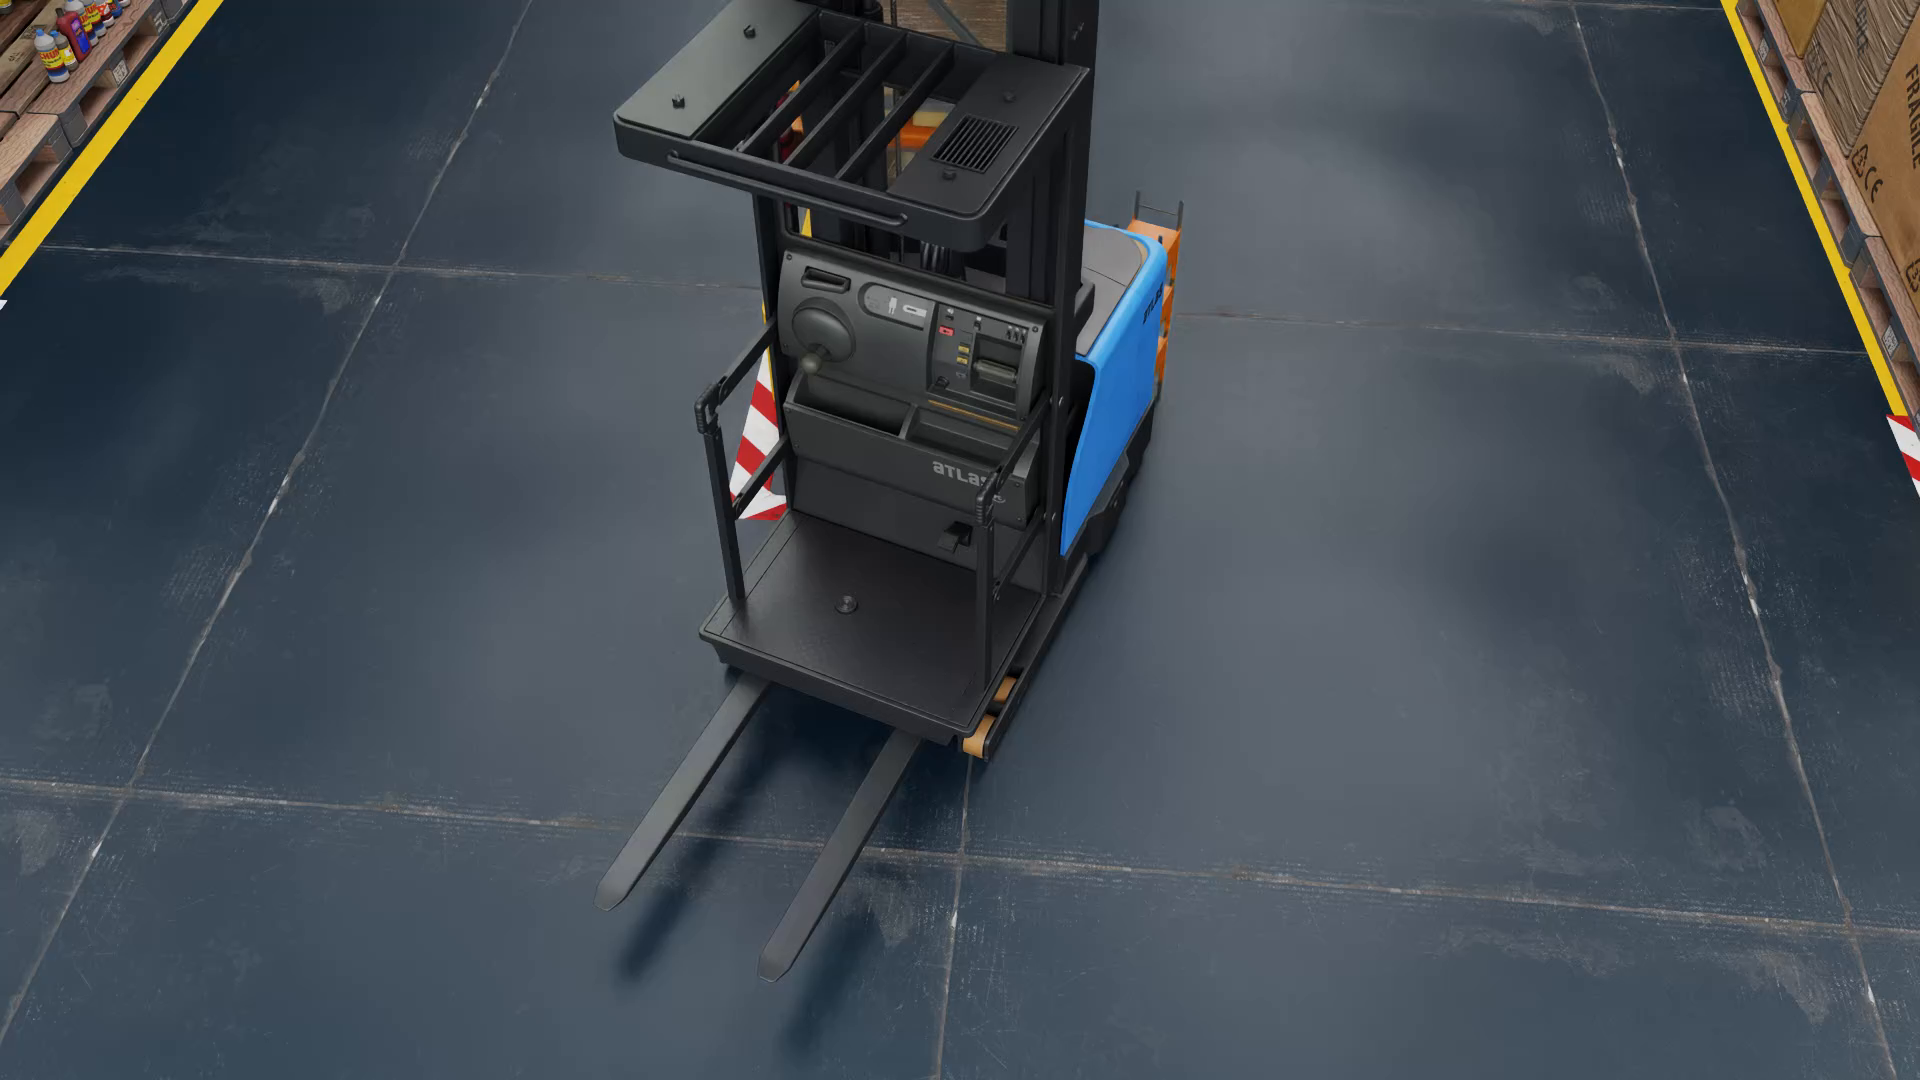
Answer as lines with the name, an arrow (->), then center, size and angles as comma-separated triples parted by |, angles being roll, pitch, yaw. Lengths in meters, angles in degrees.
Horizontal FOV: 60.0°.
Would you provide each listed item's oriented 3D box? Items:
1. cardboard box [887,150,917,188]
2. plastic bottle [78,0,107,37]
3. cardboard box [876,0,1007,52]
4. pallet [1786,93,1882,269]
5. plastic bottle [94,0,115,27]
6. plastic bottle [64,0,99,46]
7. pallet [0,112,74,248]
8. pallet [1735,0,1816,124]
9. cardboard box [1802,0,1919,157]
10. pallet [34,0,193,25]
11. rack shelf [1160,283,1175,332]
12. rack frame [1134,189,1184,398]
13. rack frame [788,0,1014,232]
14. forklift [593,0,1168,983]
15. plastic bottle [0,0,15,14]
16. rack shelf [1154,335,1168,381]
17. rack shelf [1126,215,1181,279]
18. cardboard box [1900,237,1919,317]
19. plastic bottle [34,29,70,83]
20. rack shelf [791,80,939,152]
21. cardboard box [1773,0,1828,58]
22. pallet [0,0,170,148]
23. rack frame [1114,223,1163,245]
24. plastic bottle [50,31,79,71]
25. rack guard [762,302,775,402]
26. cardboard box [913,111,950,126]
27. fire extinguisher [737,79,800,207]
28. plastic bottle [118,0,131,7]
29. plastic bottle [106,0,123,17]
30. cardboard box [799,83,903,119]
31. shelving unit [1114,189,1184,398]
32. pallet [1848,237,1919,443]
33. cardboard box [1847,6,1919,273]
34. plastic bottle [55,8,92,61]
cardboard box -> -0.171, -1.392, 7.426 | 0.500, 0.500, 0.500 | 12, 49, 11
plastic bottle -> -4.661, -2.834, 8.886 | 0.097, 0.271, 0.097 | 0, 48, 0
cardboard box -> -0.167, -2.173, 6.461 | 0.875, 0.500, 0.500 | 4, 48, 4
pallet -> 4.794, -1.774, 8.256 | 1.003, 0.211, 1.213 | 4, 48, 4
plastic bottle -> -4.652, -2.883, 8.978 | 0.097, 0.201, 0.097 | 0, 48, 0
plastic bottle -> -4.670, -2.760, 8.819 | 0.097, 0.271, 0.097 | 0, 48, 0
pallet -> -5.138, -1.684, 8.173 | 1.003, 0.211, 1.213 | 4, 48, 4
pallet -> 4.903, -2.673, 9.078 | 1.003, 0.211, 1.213 | 4, 48, 4
cardboard box -> 4.844, -2.473, 8.160 | 0.875, 0.875, 0.875 | 4, 48, 4
pallet -> -4.915, -3.477, 9.813 | 1.003, 0.211, 1.213 | 4, 48, 4
rack shelf -> 0.744, -0.924, 6.924 | 0.215, 0.259, 0.240 | 19, 50, 16
rack frame -> 0.795, -1.013, 6.991 | 0.200, 1.050, 0.008 | 19, 50, 16
rack frame -> -0.245, -1.637, 6.240 | 1.000, 3.000, 0.127 | 4, 48, 4
forklift -> -0.259, -0.570, 5.311 | 1.130, 2.935, 3.031 | 19, 50, 16
plastic bottle -> -5.248, -2.984, 9.071 | 0.097, 0.201, 0.097 | 0, 48, 0
rack shelf -> 0.744, -0.737, 7.129 | 0.215, 0.259, 0.240 | 19, 50, 16
rack shelf -> 0.744, -1.116, 6.715 | 0.215, 0.259, 0.240 | 19, 50, 16
cardboard box -> 4.681, -1.156, 6.956 | 0.875, 0.875, 0.875 | 4, 48, 4
plastic bottle -> -4.702, -2.509, 8.588 | 0.097, 0.271, 0.097 | 0, 48, 0
rack shelf -> -0.063, -2.863, 7.850 | 1.077, 0.370, 4.000 | 4, 48, 4
cardboard box -> 4.923, -3.135, 8.766 | 0.875, 0.875, 0.875 | 5, 48, 4
pallet -> -5.024, -2.578, 8.991 | 1.003, 0.211, 1.213 | 4, 48, 4
rack frame -> 0.693, -0.849, 6.841 | 0.200, 1.050, 0.008 | 19, 50, 16
plastic bottle -> -4.692, -2.561, 8.684 | 0.097, 0.201, 0.097 | 0, 48, 0
rack guard -> -0.238, -0.849, 7.213 | 1.175, 0.500, 0.348 | 4, 48, 4
cardboard box -> 0.019, -1.745, 6.510 | 0.380, 0.149, 0.250 | 4, 48, 4
fire extinguisher -> -0.714, -1.557, 6.220 | 0.296, 0.674, 0.183 | 4, 48, 4
plastic bottle -> -4.633, -3.034, 9.117 | 0.097, 0.201, 0.097 | 0, 48, 0
plastic bottle -> -4.643, -2.983, 9.022 | 0.097, 0.271, 0.097 | 0, 48, 0
cardboard box -> -0.424, -1.775, 6.537 | 0.380, 0.149, 0.250 | 4, 48, 4
shelving unit -> 0.744, -0.931, 6.916 | 0.215, 1.050, 0.252 | 19, 50, 16
pallet -> 4.680, -0.880, 7.438 | 1.003, 0.211, 1.213 | 4, 48, 4
cardboard box -> 4.759, -1.803, 7.547 | 0.875, 0.875, 0.875 | 3, 48, 3
plastic bottle -> -4.663, -2.678, 8.735 | 0.061, 0.283, 0.133 | 5, 48, 4
